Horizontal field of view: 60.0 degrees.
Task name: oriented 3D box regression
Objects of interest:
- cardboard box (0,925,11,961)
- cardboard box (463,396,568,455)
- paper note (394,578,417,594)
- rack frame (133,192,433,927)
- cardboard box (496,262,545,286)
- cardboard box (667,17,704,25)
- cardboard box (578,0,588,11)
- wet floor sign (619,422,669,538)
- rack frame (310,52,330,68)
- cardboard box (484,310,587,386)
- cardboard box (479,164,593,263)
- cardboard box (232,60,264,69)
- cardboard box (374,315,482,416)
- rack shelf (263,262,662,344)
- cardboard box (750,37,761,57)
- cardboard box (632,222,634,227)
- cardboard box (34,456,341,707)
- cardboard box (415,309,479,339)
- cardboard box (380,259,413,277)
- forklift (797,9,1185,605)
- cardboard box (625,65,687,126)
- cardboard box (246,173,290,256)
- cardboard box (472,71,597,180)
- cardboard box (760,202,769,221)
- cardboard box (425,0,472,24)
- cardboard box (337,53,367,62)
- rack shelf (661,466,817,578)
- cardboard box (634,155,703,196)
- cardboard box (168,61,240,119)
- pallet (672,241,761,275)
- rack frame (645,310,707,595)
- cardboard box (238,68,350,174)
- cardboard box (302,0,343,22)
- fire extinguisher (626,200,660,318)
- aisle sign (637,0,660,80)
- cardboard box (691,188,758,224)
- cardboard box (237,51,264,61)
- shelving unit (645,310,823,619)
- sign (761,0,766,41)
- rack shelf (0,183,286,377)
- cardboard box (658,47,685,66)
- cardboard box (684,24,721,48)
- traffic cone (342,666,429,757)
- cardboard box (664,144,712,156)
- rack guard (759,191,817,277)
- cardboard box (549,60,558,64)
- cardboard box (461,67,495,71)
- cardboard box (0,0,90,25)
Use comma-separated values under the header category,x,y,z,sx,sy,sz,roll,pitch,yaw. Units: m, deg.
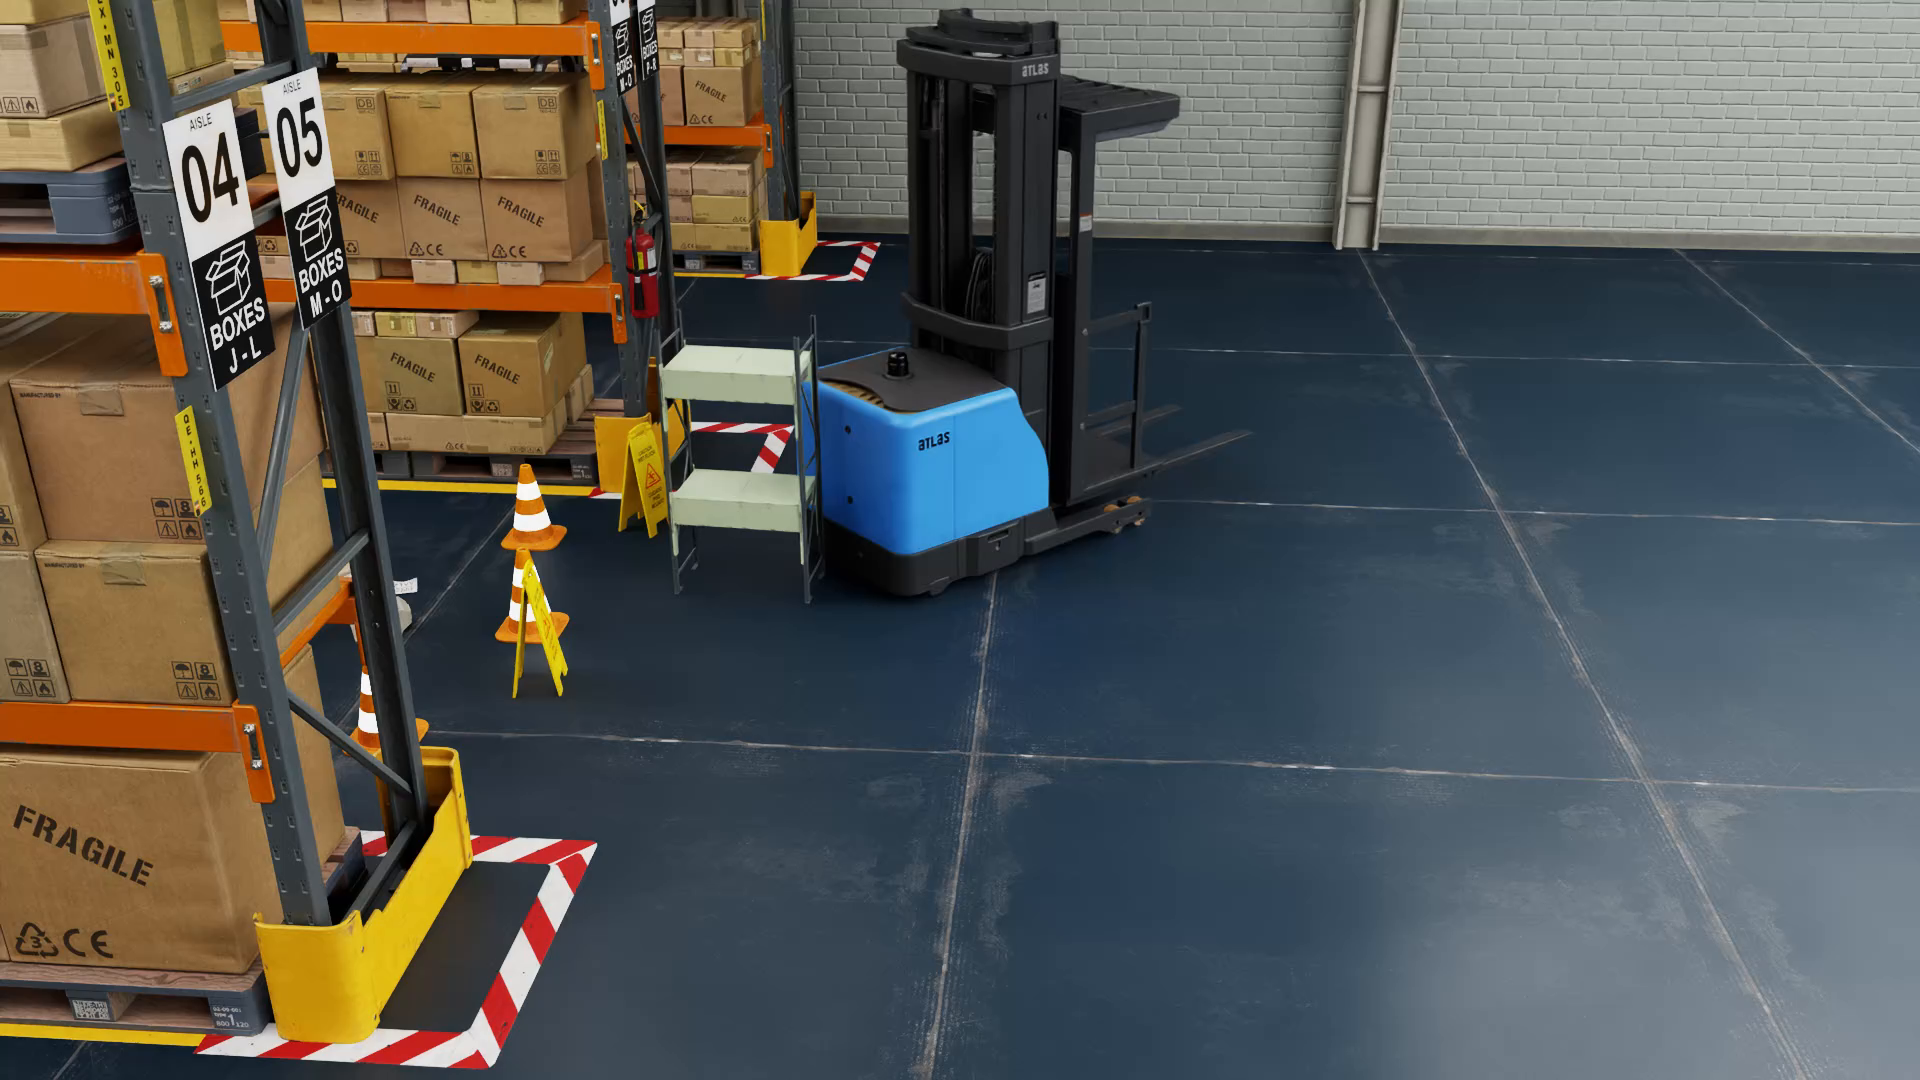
category,x,y,z,sx,sy,sz,roll,pitch,yaw
cardboard box,-3.809,0.924,6.192,0.875,0.875,0.875,1,25,3
cardboard box,-2.823,-0.751,10.581,0.500,0.250,0.500,2,25,4
paper note,-3.067,0.253,9.164,0.142,0.019,0.148,-7,26,-14
rack frame,-2.250,0.171,5.790,0.127,3.000,1.000,2,25,4
cardboard box,-2.622,-1.666,10.082,0.250,0.149,0.380,2,25,3
cardboard box,-2.437,-4.564,14.829,0.250,0.149,0.380,2,25,5
cardboard box,-2.278,-3.290,10.023,0.250,0.149,0.380,2,25,4
wet floor sign,-1.865,-0.374,9.790,0.232,0.644,0.267,11,27,22
rack frame,-5.584,-4.092,15.055,0.127,3.000,1.000,2,25,4
cardboard box,-2.779,-1.319,10.918,0.500,0.500,0.500,1,25,2
cardboard box,-2.534,-1.978,9.985,0.500,0.500,0.500,1,25,3
cardboard box,-6.093,-4.160,14.784,0.500,0.250,0.500,1,25,3
cardboard box,-3.312,-1.110,10.463,0.500,0.500,0.500,3,25,6
rack shelf,-3.966,-1.632,10.570,4.000,0.370,1.077,2,25,4
cardboard box,-1.914,-4.423,14.878,0.250,0.149,0.380,1,25,3
cardboard box,-3.082,-2.829,15.096,0.500,0.250,0.500,2,25,5
cardboard box,-2.624,0.110,5.743,0.550,0.550,0.875,2,25,4
cardboard box,-3.162,-1.373,10.259,0.250,0.149,0.380,3,25,6
cardboard box,-3.380,-1.745,10.255,0.250,0.149,0.380,2,25,5
forklift,0.361,-1.548,9.607,1.130,2.935,3.031,16,29,31
cardboard box,-2.623,-3.936,14.596,0.500,0.500,0.500,3,25,6
cardboard box,-4.036,-2.038,10.115,0.500,0.500,0.500,2,25,5
cardboard box,-2.498,-2.455,9.826,0.500,0.500,0.700,1,25,3
cardboard box,-2.071,-3.003,15.475,0.500,0.250,0.500,2,25,4
cardboard box,-2.862,-3.056,9.514,0.250,0.149,0.380,3,25,6
cardboard box,-5.286,-4.312,14.638,0.250,0.149,0.380,1,25,3
rack shelf,-1.181,-0.104,8.962,0.720,0.370,0.431,10,26,20
cardboard box,-2.588,-3.259,14.834,0.500,0.250,0.500,2,25,5
cardboard box,-2.568,-1.458,5.421,0.250,0.149,0.380,2,25,4
pallet,-2.362,-2.704,15.375,1.213,0.211,1.003,2,25,4
rack frame,-1.520,-0.458,8.951,0.023,1.500,0.400,10,26,20
cardboard box,-4.005,-2.522,9.971,0.500,0.500,0.700,2,25,4
cardboard box,-3.624,-3.091,9.591,0.250,0.149,0.380,1,25,3
fire extinguisher,-1.893,-1.664,9.871,0.183,0.674,0.296,2,25,4
aisle sign,-1.887,-3.203,10.013,0.004,0.787,0.394,2,25,4
cardboard box,-2.105,-3.018,14.910,0.500,0.250,0.500,2,25,3
cardboard box,-6.200,-4.351,14.722,0.250,0.149,0.380,1,25,3
shelving unit,-1.181,-0.400,8.825,0.755,1.500,0.431,10,26,20
sign,-1.651,-4.372,13.994,0.005,0.325,0.100,2,25,4
rack shelf,-4.244,-0.929,5.452,4.000,0.370,1.077,2,25,4
cardboard box,-2.474,-4.228,14.455,0.250,0.149,0.380,2,25,5
cardboard box,-2.217,-4.358,14.381,0.250,0.149,0.380,2,25,4
traffic cone,-2.671,0.715,7.643,0.334,0.463,0.336,2,25,4
cardboard box,-2.559,-3.469,15.291,0.500,0.250,0.500,2,25,4
rack guard,-1.572,-2.828,15.297,0.348,0.500,1.175,2,25,4
cardboard box,-3.486,-4.275,14.556,0.250,0.149,0.380,2,25,4
cardboard box,-4.136,-3.989,14.711,0.500,0.500,0.500,2,25,3
cardboard box,-2.612,-1.545,4.656,0.250,0.149,0.380,2,25,5
